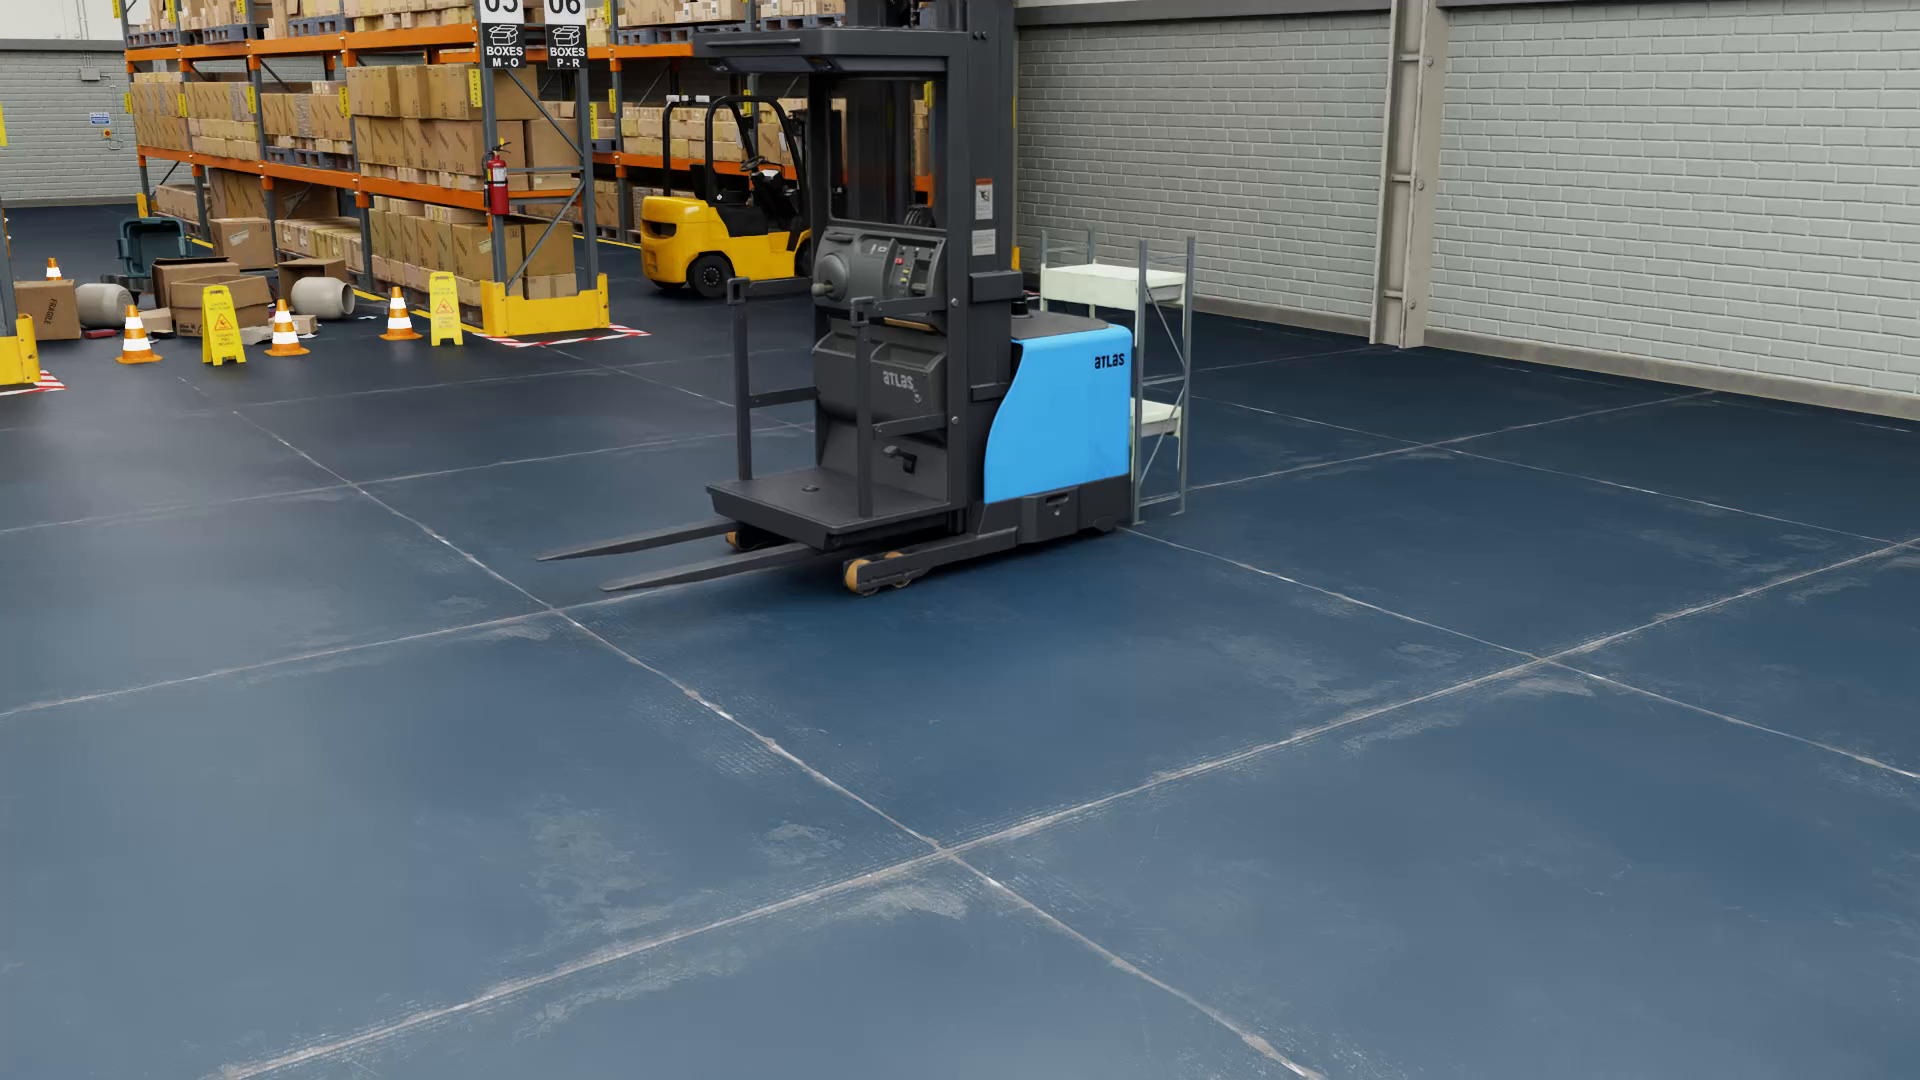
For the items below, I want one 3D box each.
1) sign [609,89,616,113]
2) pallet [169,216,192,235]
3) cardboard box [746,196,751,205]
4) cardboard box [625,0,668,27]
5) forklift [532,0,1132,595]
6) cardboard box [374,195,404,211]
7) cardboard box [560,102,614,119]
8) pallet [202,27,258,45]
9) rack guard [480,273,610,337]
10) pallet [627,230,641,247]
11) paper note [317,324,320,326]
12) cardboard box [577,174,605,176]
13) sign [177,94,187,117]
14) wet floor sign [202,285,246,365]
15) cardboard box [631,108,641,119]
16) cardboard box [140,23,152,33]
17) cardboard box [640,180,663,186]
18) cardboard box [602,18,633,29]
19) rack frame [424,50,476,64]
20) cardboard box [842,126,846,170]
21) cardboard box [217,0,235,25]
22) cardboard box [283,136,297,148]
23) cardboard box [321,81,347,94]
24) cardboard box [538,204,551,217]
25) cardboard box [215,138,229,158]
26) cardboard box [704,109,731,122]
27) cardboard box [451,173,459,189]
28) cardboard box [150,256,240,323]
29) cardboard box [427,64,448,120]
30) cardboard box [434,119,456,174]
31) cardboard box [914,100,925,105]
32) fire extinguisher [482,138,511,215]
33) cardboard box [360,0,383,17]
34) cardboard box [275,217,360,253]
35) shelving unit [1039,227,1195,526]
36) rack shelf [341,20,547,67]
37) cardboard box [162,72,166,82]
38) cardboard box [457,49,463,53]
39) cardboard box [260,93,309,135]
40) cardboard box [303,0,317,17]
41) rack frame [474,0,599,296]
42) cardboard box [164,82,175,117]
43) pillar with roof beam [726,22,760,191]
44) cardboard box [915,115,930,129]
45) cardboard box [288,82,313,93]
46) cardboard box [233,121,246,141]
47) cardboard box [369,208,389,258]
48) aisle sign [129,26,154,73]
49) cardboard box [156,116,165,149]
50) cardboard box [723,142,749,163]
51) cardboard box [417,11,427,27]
[{"bbox_3d":[-5.027,-6.355,24.070,0.100,0.325,0.005,-11,19,-35],"label":"sign"},{"bbox_3d":[-12.064,-5.094,26.789,1.003,0.211,1.213,-11,19,-35],"label":"pallet"},{"bbox_3d":[-2.558,-4.234,22.065,0.875,0.625,0.625,-10,18,-32],"label":"cardboard box"},{"bbox_3d":[-4.365,-7.474,23.346,0.500,0.500,0.500,-11,19,-34],"label":"cardboard box"},{"bbox_3d":[-0.551,-1.315,7.827,3.031,2.935,1.130,-13,20,-39],"label":"forklift"},{"bbox_3d":[-6.101,-3.643,17.967,0.380,0.149,0.250,-11,19,-34],"label":"cardboard box"},{"bbox_3d":[-5.703,-6.493,25.627,0.797,0.503,0.637,-11,19,-36],"label":"cardboard box"},{"bbox_3d":[-9.688,-6.873,22.681,1.003,0.211,1.213,-10,18,-32],"label":"pallet"},{"bbox_3d":[-3.947,-2.252,15.857,1.175,0.500,0.348,-11,19,-35],"label":"rack guard"},{"bbox_3d":[-4.141,-4.394,24.231,1.003,0.211,1.213,-11,19,-35],"label":"pallet"},{"bbox_3d":[-6.261,-2.102,16.236,0.032,0.001,0.123,-11,19,-35],"label":"paper note"},{"bbox_3d":[-6.015,-5.895,27.142,0.380,0.149,0.250,-12,19,-37],"label":"cardboard box"},{"bbox_3d":[-11.406,-6.373,24.390,0.100,0.325,0.005,-11,19,-35],"label":"sign"},{"bbox_3d":[-6.229,-1.817,13.993,0.232,0.644,0.267,14,21,42],"label":"wet floor sign"},{"bbox_3d":[-4.487,-6.112,23.805,0.380,0.149,0.250,-10,18,-33],"label":"cardboard box"},{"bbox_3d":[-12.857,-8.166,26.540,0.380,0.149,0.250,-10,18,-33],"label":"cardboard box"},{"bbox_3d":[-4.648,-5.390,25.300,0.380,0.149,0.250,-10,18,-32],"label":"cardboard box"},{"bbox_3d":[-4.997,-7.526,24.239,0.380,0.149,0.250,-10,18,-33],"label":"cardboard box"},{"bbox_3d":[-9.297,-7.629,30.769,1.000,3.000,0.127,-11,19,-35],"label":"rack frame"},{"bbox_3d":[-1.295,-4.652,19.703,0.500,0.500,0.500,-11,19,-34],"label":"cardboard box"},{"bbox_3d":[-9.342,-7.029,21.909,0.700,0.500,0.500,-12,19,-37],"label":"cardboard box"},{"bbox_3d":[-8.158,-4.940,20.623,0.380,0.149,0.250,-11,19,-34],"label":"cardboard box"},{"bbox_3d":[-7.124,-5.211,19.158,0.380,0.149,0.250,-12,19,-36],"label":"cardboard box"},{"bbox_3d":[-6.522,-5.522,27.008,0.500,0.500,0.500,-11,19,-35],"label":"cardboard box"},{"bbox_3d":[-10.033,-5.466,23.150,0.500,0.250,0.500,-11,19,-35],"label":"cardboard box"},{"bbox_3d":[-3.152,-5.615,21.990,0.380,0.149,0.250,-12,19,-36],"label":"cardboard box"},{"bbox_3d":[-4.668,-3.462,16.018,0.380,0.149,0.250,-11,19,-35],"label":"cardboard box"},{"bbox_3d":[-7.540,-2.483,16.439,0.797,0.637,0.503,-11,19,-35],"label":"cardboard box"},{"bbox_3d":[-4.671,-4.300,15.957,0.700,0.500,0.500,-11,19,-34],"label":"cardboard box"},{"bbox_3d":[-4.735,-3.814,16.076,0.500,0.500,0.500,-11,19,-34],"label":"cardboard box"},{"bbox_3d":[-0.441,-4.809,18.482,0.380,0.149,0.250,-11,19,-34],"label":"cardboard box"},{"bbox_3d":[-4.208,-3.308,15.127,0.296,0.674,0.183,-11,19,-35],"label":"fire extinguisher"},{"bbox_3d":[-5.907,-5.568,17.278,0.500,0.250,0.500,-11,19,-35],"label":"cardboard box"},{"bbox_3d":[-8.282,-3.963,21.554,0.950,0.372,0.625,-12,20,-38],"label":"cardboard box"},{"bbox_3d":[0.832,-0.910,9.059,0.431,1.500,0.755,-13,20,-39],"label":"shelving unit"},{"bbox_3d":[-5.079,-4.968,16.727,1.077,0.370,4.000,-11,19,-35],"label":"rack shelf"},{"bbox_3d":[-12.097,-7.146,25.692,0.380,0.149,0.250,-11,19,-36],"label":"cardboard box"},{"bbox_3d":[-8.475,-8.508,28.774,0.380,0.149,0.250,-11,19,-34],"label":"cardboard box"},{"bbox_3d":[-8.529,-5.412,21.119,0.500,0.500,0.500,-12,19,-36],"label":"cardboard box"},{"bbox_3d":[-7.308,-6.193,19.327,0.500,0.250,0.500,-11,19,-34],"label":"cardboard box"},{"bbox_3d":[-3.903,-3.441,15.468,1.000,3.000,0.127,-11,19,-35],"label":"rack frame"},{"bbox_3d":[-11.751,-6.702,25.297,0.500,0.500,0.500,-11,19,-35],"label":"cardboard box"},{"bbox_3d":[-6.580,-8.008,20.788,9.100,9.000,0.400,-11,19,-35],"label":"pillar with roof beam"},{"bbox_3d":[-0.320,-4.604,18.299,0.380,0.149,0.250,-11,19,-34],"label":"cardboard box"},{"bbox_3d":[-8.699,-5.824,22.088,0.500,0.500,0.500,-12,19,-36],"label":"cardboard box"},{"bbox_3d":[-9.401,-5.491,22.295,0.500,0.250,0.500,-11,19,-36],"label":"cardboard box"},{"bbox_3d":[-6.126,-3.366,18.184,0.500,0.500,0.500,-10,18,-32],"label":"cardboard box"},{"bbox_3d":[-13.587,-8.082,27.499,0.394,0.787,0.004,-11,19,-35],"label":"aisle sign"},{"bbox_3d":[-12.348,-6.440,26.233,0.500,0.500,0.500,-10,18,-33],"label":"cardboard box"},{"bbox_3d":[-2.750,-5.062,21.671,0.500,0.250,0.500,-10,18,-33],"label":"cardboard box"},{"bbox_3d":[-5.069,-5.078,16.240,0.380,0.149,0.250,-11,19,-36],"label":"cardboard box"}]
